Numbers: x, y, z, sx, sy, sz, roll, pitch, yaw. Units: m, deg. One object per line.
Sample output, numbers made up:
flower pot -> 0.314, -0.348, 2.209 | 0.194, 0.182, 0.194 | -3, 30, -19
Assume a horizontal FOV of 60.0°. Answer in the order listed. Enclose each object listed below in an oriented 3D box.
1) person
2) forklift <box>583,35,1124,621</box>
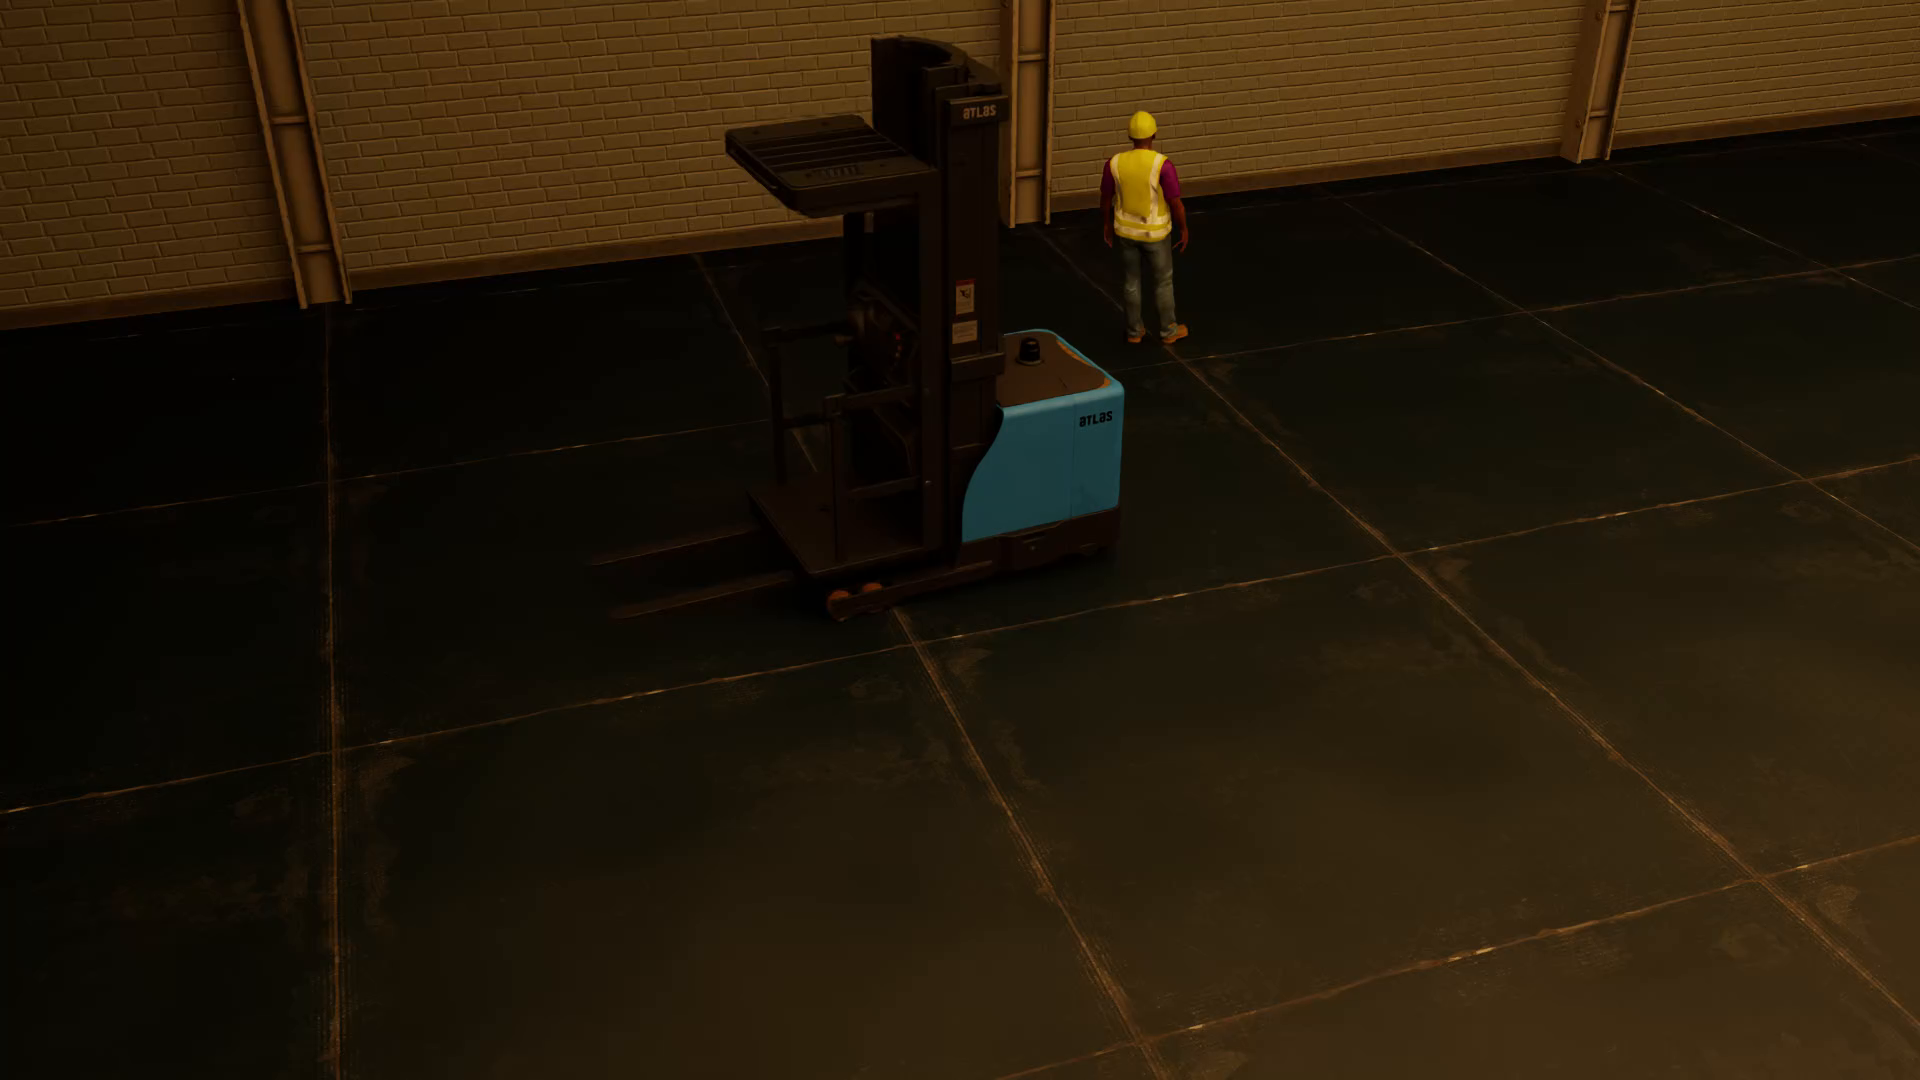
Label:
person -> 1.376, -2.299, 12.241 | 0.665, 1.768, 0.565 | 14, 33, 22
forklift -> -0.613, -1.122, 9.037 | 3.031, 2.935, 1.130 | -13, 32, -21
